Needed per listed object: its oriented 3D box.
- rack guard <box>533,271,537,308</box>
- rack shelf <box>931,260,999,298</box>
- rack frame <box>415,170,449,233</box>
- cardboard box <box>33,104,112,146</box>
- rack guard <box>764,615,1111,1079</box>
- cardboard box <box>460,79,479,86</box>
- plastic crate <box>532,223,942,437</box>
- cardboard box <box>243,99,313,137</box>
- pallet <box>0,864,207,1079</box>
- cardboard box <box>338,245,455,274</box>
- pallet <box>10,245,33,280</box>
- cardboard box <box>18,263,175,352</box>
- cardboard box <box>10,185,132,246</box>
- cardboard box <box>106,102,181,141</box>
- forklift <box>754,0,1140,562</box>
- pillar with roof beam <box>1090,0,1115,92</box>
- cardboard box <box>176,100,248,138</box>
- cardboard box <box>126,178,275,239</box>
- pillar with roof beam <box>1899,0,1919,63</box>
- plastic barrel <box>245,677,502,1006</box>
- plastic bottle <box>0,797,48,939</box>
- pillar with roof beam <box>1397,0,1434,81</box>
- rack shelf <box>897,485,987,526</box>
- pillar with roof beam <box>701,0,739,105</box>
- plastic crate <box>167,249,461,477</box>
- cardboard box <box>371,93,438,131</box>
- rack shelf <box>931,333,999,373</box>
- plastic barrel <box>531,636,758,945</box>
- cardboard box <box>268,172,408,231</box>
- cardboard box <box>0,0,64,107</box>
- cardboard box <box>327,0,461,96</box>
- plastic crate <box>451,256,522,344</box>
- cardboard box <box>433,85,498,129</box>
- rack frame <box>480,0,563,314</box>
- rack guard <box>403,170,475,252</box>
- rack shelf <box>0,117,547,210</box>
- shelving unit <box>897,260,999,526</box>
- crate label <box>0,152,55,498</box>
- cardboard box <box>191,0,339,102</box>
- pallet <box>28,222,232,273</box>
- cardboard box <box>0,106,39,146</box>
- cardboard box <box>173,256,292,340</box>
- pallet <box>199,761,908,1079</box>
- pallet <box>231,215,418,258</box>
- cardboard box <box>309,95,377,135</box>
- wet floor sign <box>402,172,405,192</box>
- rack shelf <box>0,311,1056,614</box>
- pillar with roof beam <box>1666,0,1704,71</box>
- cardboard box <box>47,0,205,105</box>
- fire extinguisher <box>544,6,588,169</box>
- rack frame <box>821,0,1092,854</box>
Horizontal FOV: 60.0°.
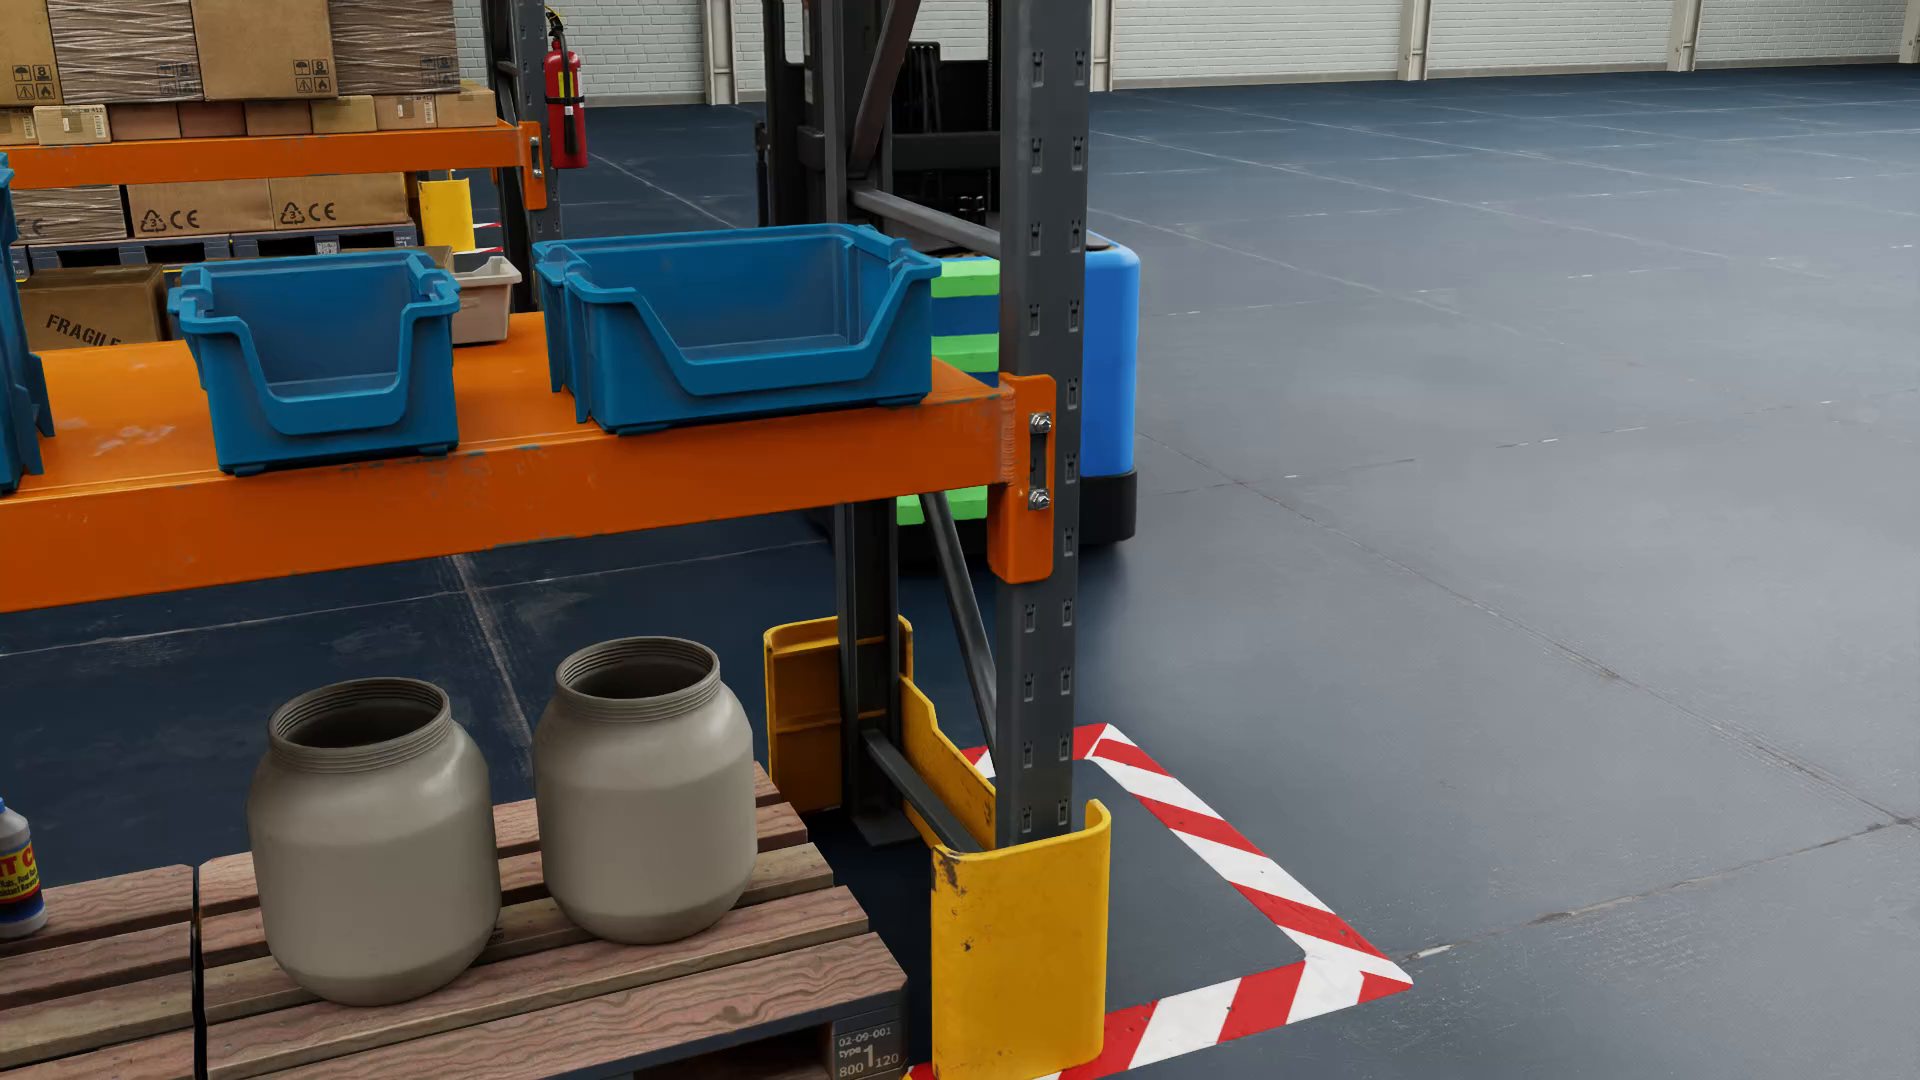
[{"bbox_3d":[-2.071,-0.923,7.892,0.348,0.500,1.175,-8,21,-22],"label":"rack guard"},{"bbox_3d":[-0.013,-0.782,5.181,0.480,0.148,0.258,-5,20,-14],"label":"rack shelf"},{"bbox_3d":[-3.873,-3.638,11.838,0.127,3.000,1.000,-8,21,-22],"label":"rack frame"},{"bbox_3d":[-3.517,-1.664,6.610,0.250,0.149,0.380,-8,21,-22],"label":"cardboard box"},{"bbox_3d":[-0.090,0.601,3.561,0.348,0.500,1.175,-8,21,-22],"label":"rack guard"},{"bbox_3d":[-2.357,-2.029,7.646,0.250,0.149,0.380,-8,21,-22],"label":"cardboard box"},{"bbox_3d":[-0.380,-0.375,2.794,0.616,0.251,0.499,-8,21,-22],"label":"plastic crate"},{"bbox_3d":[-2.856,-1.784,6.950,0.250,0.149,0.380,-8,21,-22],"label":"cardboard box"},{"bbox_3d":[-1.957,1.002,2.858,1.213,0.211,1.003,-8,21,-22],"label":"pallet"},{"bbox_3d":[-2.581,-1.054,7.631,0.500,0.500,0.500,-4,20,-12],"label":"cardboard box"},{"bbox_3d":[-6.817,-1.873,11.023,1.213,0.211,1.003,-8,21,-22],"label":"pallet"},{"bbox_3d":[-3.699,-0.889,7.161,0.500,0.500,0.500,-6,20,-17],"label":"cardboard box"},{"bbox_3d":[-6.114,-2.489,11.141,0.875,0.875,0.875,-8,21,-22],"label":"cardboard box"},{"bbox_3d":[-3.322,-1.724,6.780,0.250,0.149,0.380,-8,21,-22],"label":"cardboard box"},{"bbox_3d":[-0.264,-1.756,6.597,1.130,2.935,3.031,-5,20,-14],"label":"forklift"},{"bbox_3d":[3.831,-9.926,20.664,0.400,9.000,9.100,-8,21,-22],"label":"pillar with roof beam"},{"bbox_3d":[-3.102,-1.764,6.893,0.250,0.149,0.380,-8,21,-22],"label":"cardboard box"},{"bbox_3d":[-5.276,-2.608,11.480,0.875,0.875,0.875,-9,21,-23],"label":"cardboard box"},{"bbox_3d":[20.359,-12.294,27.389,0.400,9.000,9.100,-8,21,-22],"label":"pillar with roof beam"},{"bbox_3d":[-1.073,0.549,3.059,0.421,0.512,0.421,0,19,0],"label":"plastic barrel"},{"bbox_3d":[-1.827,0.621,3.188,0.097,0.271,0.097,0,19,0],"label":"plastic bottle"},{"bbox_3d":[9.341,-10.716,22.906,0.400,9.000,9.100,-8,21,-22],"label":"pillar with roof beam"},{"bbox_3d":[-0.014,-0.104,5.423,0.480,0.148,0.258,-5,20,-14],"label":"rack shelf"},{"bbox_3d":[-1.678,-9.137,18.423,0.400,9.000,9.100,-8,21,-22],"label":"pillar with roof beam"},{"bbox_3d":[-0.979,-0.291,2.556,0.408,0.251,0.499,-8,21,-22],"label":"plastic crate"},{"bbox_3d":[-2.411,-1.861,7.168,0.250,0.149,0.380,-8,21,-22],"label":"cardboard box"},{"bbox_3d":[-0.013,-0.556,5.262,0.480,0.148,0.258,-5,20,-14],"label":"rack shelf"},{"bbox_3d":[-0.613,0.483,3.246,0.421,0.512,0.421,0,19,0],"label":"plastic barrel"},{"bbox_3d":[-4.469,-2.725,11.811,0.875,0.875,0.875,-8,21,-22],"label":"cardboard box"},{"bbox_3d":[-3.868,-2.019,6.640,0.500,0.500,0.875,-8,21,-22],"label":"cardboard box"},{"bbox_3d":[-2.517,-2.236,7.257,0.500,0.500,0.875,-8,21,-22],"label":"cardboard box"},{"bbox_3d":[-0.988,-0.458,3.203,0.250,0.136,0.298,-8,21,-22],"label":"plastic crate"},{"bbox_3d":[-2.181,-1.893,7.261,0.250,0.149,0.380,-8,21,-22],"label":"cardboard box"},{"bbox_3d":[-2.001,-2.112,7.505,0.127,3.000,1.000,-8,21,-22],"label":"rack frame"},{"bbox_3d":[-3.851,-2.462,12.262,0.348,0.500,1.175,-8,21,-22],"label":"rack guard"},{"bbox_3d":[-3.837,-1.510,6.877,4.000,0.370,1.077,-8,21,-22],"label":"rack shelf"},{"bbox_3d":[-0.013,-0.390,5.321,0.503,1.200,0.258,-5,20,-14],"label":"shelving unit"},{"bbox_3d":[-1.622,-0.294,2.287,0.616,0.435,0.502,-8,21,-22],"label":"crate label"},{"bbox_3d":[-2.929,-2.133,6.966,0.500,0.500,0.875,-8,21,-22],"label":"cardboard box"},{"bbox_3d":[-5.695,-2.035,11.483,1.213,0.211,1.003,-8,21,-22],"label":"pallet"},{"bbox_3d":[-3.774,-1.652,6.577,0.250,0.149,0.380,-8,21,-22],"label":"cardboard box"},{"bbox_3d":[-3.116,-0.965,7.378,0.500,0.500,0.500,-3,20,-8],"label":"cardboard box"},{"bbox_3d":[-0.838,0.843,3.310,1.213,0.211,1.003,-8,21,-22],"label":"pallet"},{"bbox_3d":[-4.576,-2.194,11.935,1.213,0.211,1.003,-8,21,-22],"label":"pallet"},{"bbox_3d":[-2.620,-1.812,7.030,0.250,0.149,0.380,-8,21,-22],"label":"cardboard box"},{"bbox_3d":[-4.631,-3.135,13.955,0.232,0.644,0.267,-12,23,-31],"label":"wet floor sign"},{"bbox_3d":[-1.876,0.000,2.587,4.000,0.370,1.077,-8,21,-22],"label":"rack shelf"},{"bbox_3d":[14.850,-11.505,25.148,0.400,9.000,9.100,-8,21,-22],"label":"pillar with roof beam"},{"bbox_3d":[-3.405,-2.081,6.817,0.500,0.500,0.875,-8,21,-22],"label":"cardboard box"},{"bbox_3d":[-1.713,-1.950,7.161,0.183,0.674,0.296,-8,21,-22],"label":"fire extinguisher"},{"bbox_3d":[-0.039,-0.602,3.215,0.127,3.000,1.000,-8,21,-22],"label":"rack frame"}]
